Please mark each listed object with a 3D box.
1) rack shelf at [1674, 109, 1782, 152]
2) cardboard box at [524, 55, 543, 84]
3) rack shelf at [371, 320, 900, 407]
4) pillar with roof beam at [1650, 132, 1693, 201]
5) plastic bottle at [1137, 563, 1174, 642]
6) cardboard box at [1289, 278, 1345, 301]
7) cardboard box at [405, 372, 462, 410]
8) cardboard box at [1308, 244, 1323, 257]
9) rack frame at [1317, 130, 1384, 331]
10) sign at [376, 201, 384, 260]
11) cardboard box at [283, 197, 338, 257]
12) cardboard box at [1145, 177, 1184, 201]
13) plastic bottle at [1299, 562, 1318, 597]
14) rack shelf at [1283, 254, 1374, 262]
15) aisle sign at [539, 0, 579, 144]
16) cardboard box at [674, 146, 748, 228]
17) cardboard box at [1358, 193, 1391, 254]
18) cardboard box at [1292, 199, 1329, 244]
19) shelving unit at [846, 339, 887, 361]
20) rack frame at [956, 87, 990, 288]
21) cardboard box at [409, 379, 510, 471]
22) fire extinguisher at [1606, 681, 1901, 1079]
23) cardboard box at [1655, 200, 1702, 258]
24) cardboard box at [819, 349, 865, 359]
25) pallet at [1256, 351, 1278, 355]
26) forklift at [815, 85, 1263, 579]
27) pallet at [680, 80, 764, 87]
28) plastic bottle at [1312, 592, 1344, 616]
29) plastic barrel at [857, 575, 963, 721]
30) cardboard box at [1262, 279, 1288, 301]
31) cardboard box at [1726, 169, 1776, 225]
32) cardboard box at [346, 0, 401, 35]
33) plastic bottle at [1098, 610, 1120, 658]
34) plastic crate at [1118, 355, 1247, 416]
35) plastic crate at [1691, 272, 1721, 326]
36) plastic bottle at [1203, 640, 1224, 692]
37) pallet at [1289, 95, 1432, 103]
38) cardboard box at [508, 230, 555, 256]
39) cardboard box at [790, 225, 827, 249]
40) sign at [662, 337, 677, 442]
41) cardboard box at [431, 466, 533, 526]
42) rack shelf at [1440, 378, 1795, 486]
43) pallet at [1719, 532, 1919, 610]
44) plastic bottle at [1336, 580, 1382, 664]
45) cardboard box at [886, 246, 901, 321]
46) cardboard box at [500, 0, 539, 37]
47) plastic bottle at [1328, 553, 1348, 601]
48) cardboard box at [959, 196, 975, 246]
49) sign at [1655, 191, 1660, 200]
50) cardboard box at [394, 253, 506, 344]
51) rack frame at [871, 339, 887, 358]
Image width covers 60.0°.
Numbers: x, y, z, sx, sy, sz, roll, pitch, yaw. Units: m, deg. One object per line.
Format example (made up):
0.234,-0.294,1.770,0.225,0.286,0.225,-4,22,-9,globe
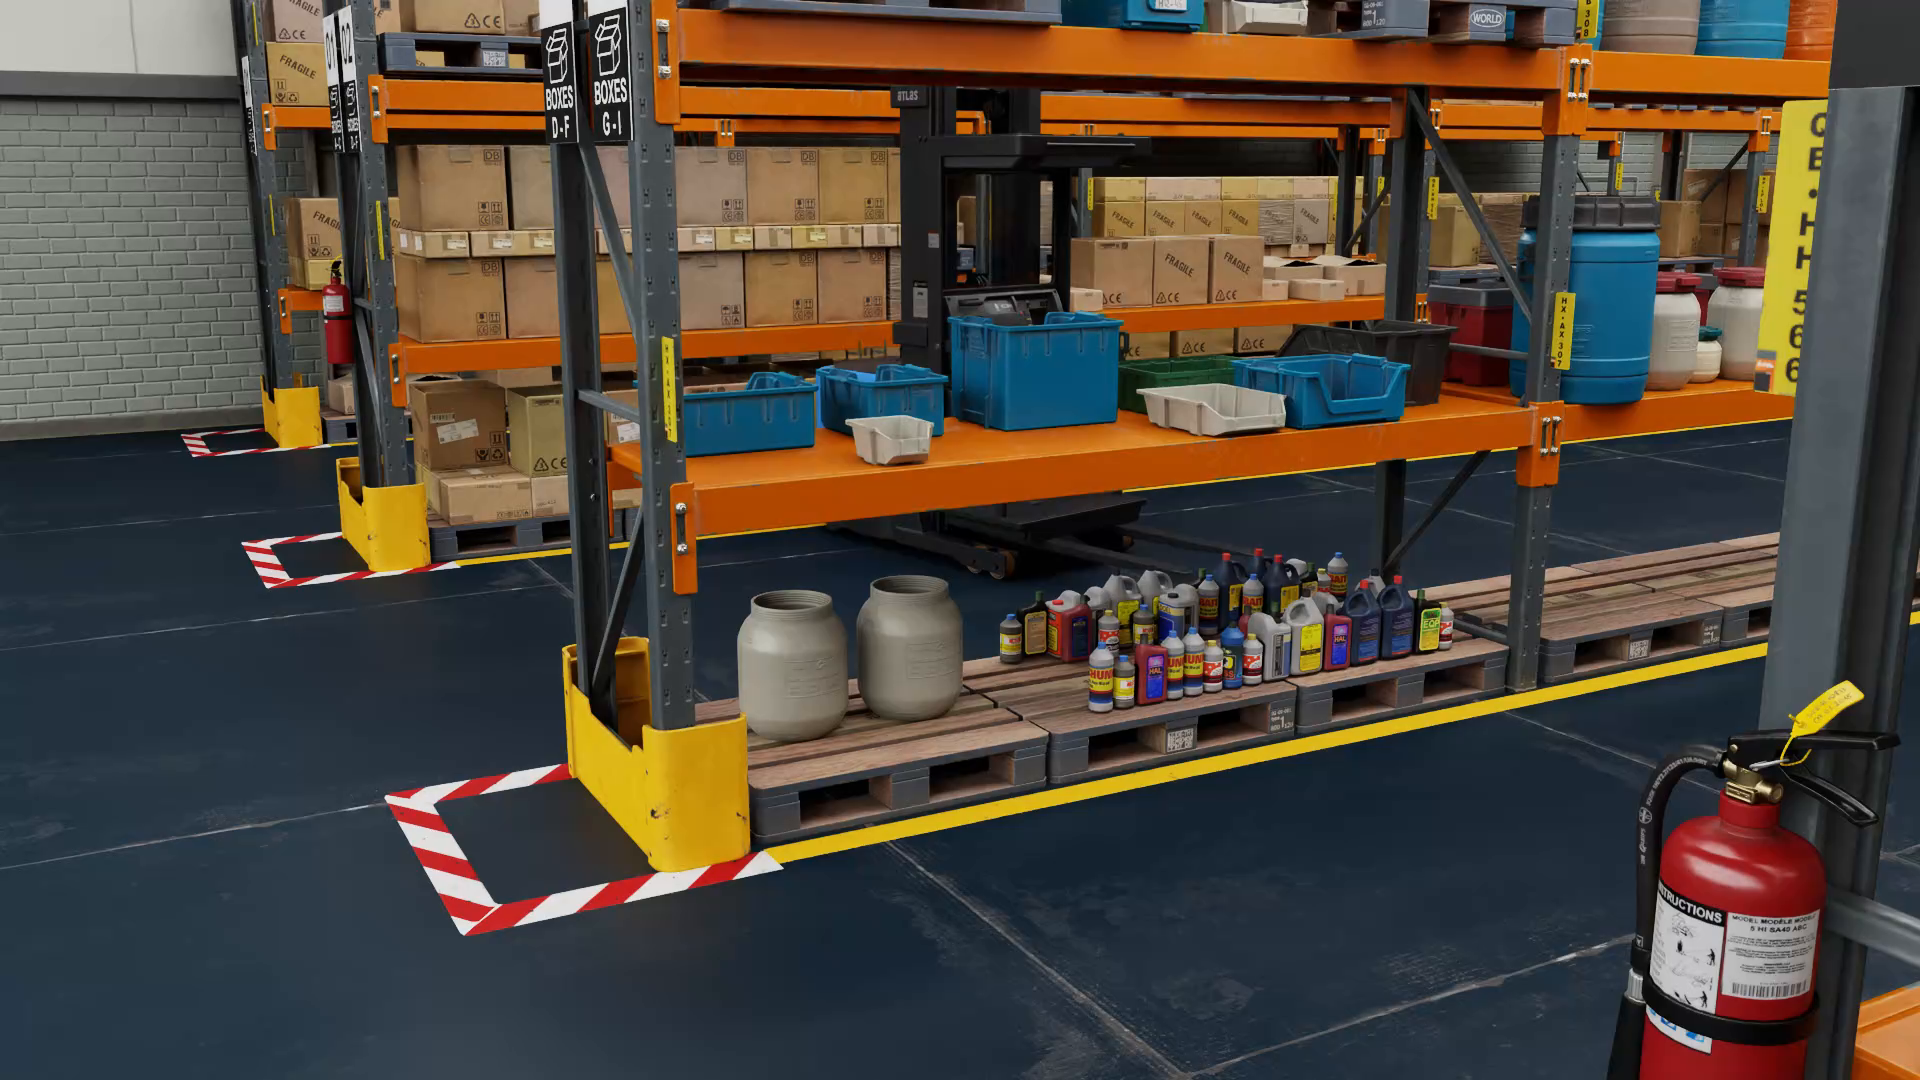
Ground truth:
8.738,-3.988,16.306,4.000,0.370,1.077,-7,14,-28,rack shelf
-3.659,-4.083,14.814,0.500,0.500,0.500,-7,15,-30,cardboard box
-1.795,-1.262,11.025,4.000,0.370,1.077,-7,14,-28,rack shelf
12.135,-6.588,19.389,0.400,9.000,9.100,-7,14,-28,pillar with roof beam
0.885,0.278,7.572,0.185,0.351,0.144,-7,14,-28,plastic bottle
2.815,-1.974,13.122,0.250,0.149,0.380,-7,14,-28,cardboard box
-4.776,-1.376,15.011,0.500,0.311,0.500,-6,14,-23,cardboard box
3.986,-3.367,19.265,0.250,0.149,0.380,-6,14,-26,cardboard box
4.606,-3.620,19.861,0.127,3.000,1.000,-7,14,-28,rack frame
-3.289,-1.756,9.430,0.005,0.325,0.100,-7,14,-28,sign
-5.615,-2.750,14.586,0.500,0.500,0.500,-7,14,-28,cardboard box
2.088,-3.823,18.107,0.500,0.250,0.500,-7,14,-29,cardboard box
1.622,0.251,7.849,0.133,0.283,0.061,-7,14,-28,plastic bottle
2.851,-3.058,19.005,4.000,0.370,1.077,-7,14,-28,rack shelf
-1.385,-1.766,5.703,0.004,0.787,0.394,-7,14,-28,aisle sign
-1.747,-2.299,10.811,0.500,0.500,0.700,-7,14,-28,cardboard box
5.090,-3.820,20.068,0.700,0.700,0.980,-7,14,-27,cardboard box
3.879,-3.671,19.137,0.500,0.500,0.500,-7,14,-27,cardboard box
-0.598,-0.734,11.123,0.189,1.200,0.258,-7,10,-27,shelving unit
-0.039,-1.824,11.881,0.127,3.000,1.000,-7,14,-28,rack frame
-3.222,-0.746,10.690,0.500,0.500,0.500,-7,14,-28,cardboard box
0.872,0.467,1.876,0.183,0.674,0.296,-7,14,-28,fire extinguisher
6.460,-2.912,15.534,0.700,0.500,0.500,11,17,41,cardboard box
-1.348,-1.918,16.991,0.500,0.500,0.700,-7,15,-29,cardboard box
3.965,-2.164,19.742,1.213,0.211,1.003,-7,14,-28,pallet
0.421,-1.329,9.838,1.130,2.935,3.031,-11,17,-41,forklift
-1.845,-3.022,10.574,1.213,0.211,1.003,-7,14,-28,pallet
1.642,0.363,7.366,0.135,0.276,0.152,-7,14,-28,plastic bottle
-0.199,0.424,6.603,0.421,0.512,0.421,0,13,0,plastic barrel
2.380,-1.977,13.134,0.250,0.149,0.380,-6,14,-24,cardboard box
7.531,-3.197,15.480,0.500,0.500,0.500,-6,14,-26,cardboard box
-5.008,-4.404,13.963,0.500,0.500,0.500,-7,14,-29,cardboard box
0.654,0.411,7.322,0.097,0.201,0.097,0,13,0,plastic bottle
1.004,-0.677,7.268,0.662,0.188,0.450,-7,14,-28,plastic crate
4.277,-1.210,9.007,0.583,0.464,0.402,-7,14,-28,plastic crate
1.036,0.515,6.861,0.097,0.201,0.097,0,13,0,plastic bottle
2.919,-3.527,13.049,1.003,0.211,1.213,-6,14,-25,pallet
-2.652,-1.822,10.169,0.250,0.149,0.380,-7,14,-28,cardboard box
-1.069,-2.012,11.014,0.250,0.149,0.380,-7,14,-28,cardboard box
-0.920,-0.477,5.265,0.005,0.325,0.100,-7,14,-28,sign
-2.973,-0.280,10.327,0.500,0.250,0.500,-7,14,-28,cardboard box
4.087,-0.728,8.652,4.000,0.370,1.077,-7,14,-28,rack shelf
5.143,0.145,9.485,1.213,0.211,1.003,-7,14,-28,pallet
1.735,0.352,7.243,0.185,0.351,0.144,-8,15,-31,plastic bottle
-0.425,-1.825,11.658,0.500,0.500,0.700,-7,15,-29,cardboard box
-2.666,-3.238,10.401,0.500,0.250,0.500,-7,14,-28,cardboard box
1.841,0.197,8.116,0.097,0.271,0.097,0,13,0,plastic bottle
0.210,-3.347,17.419,0.500,0.500,0.700,-8,15,-33,cardboard box
6.716,-3.192,15.987,0.005,0.325,0.100,-7,14,-28,sign
-3.134,-1.498,10.208,0.500,0.500,0.700,-7,14,-28,cardboard box
-0.517,-0.745,11.164,0.006,1.200,0.240,-7,10,-27,rack frame
